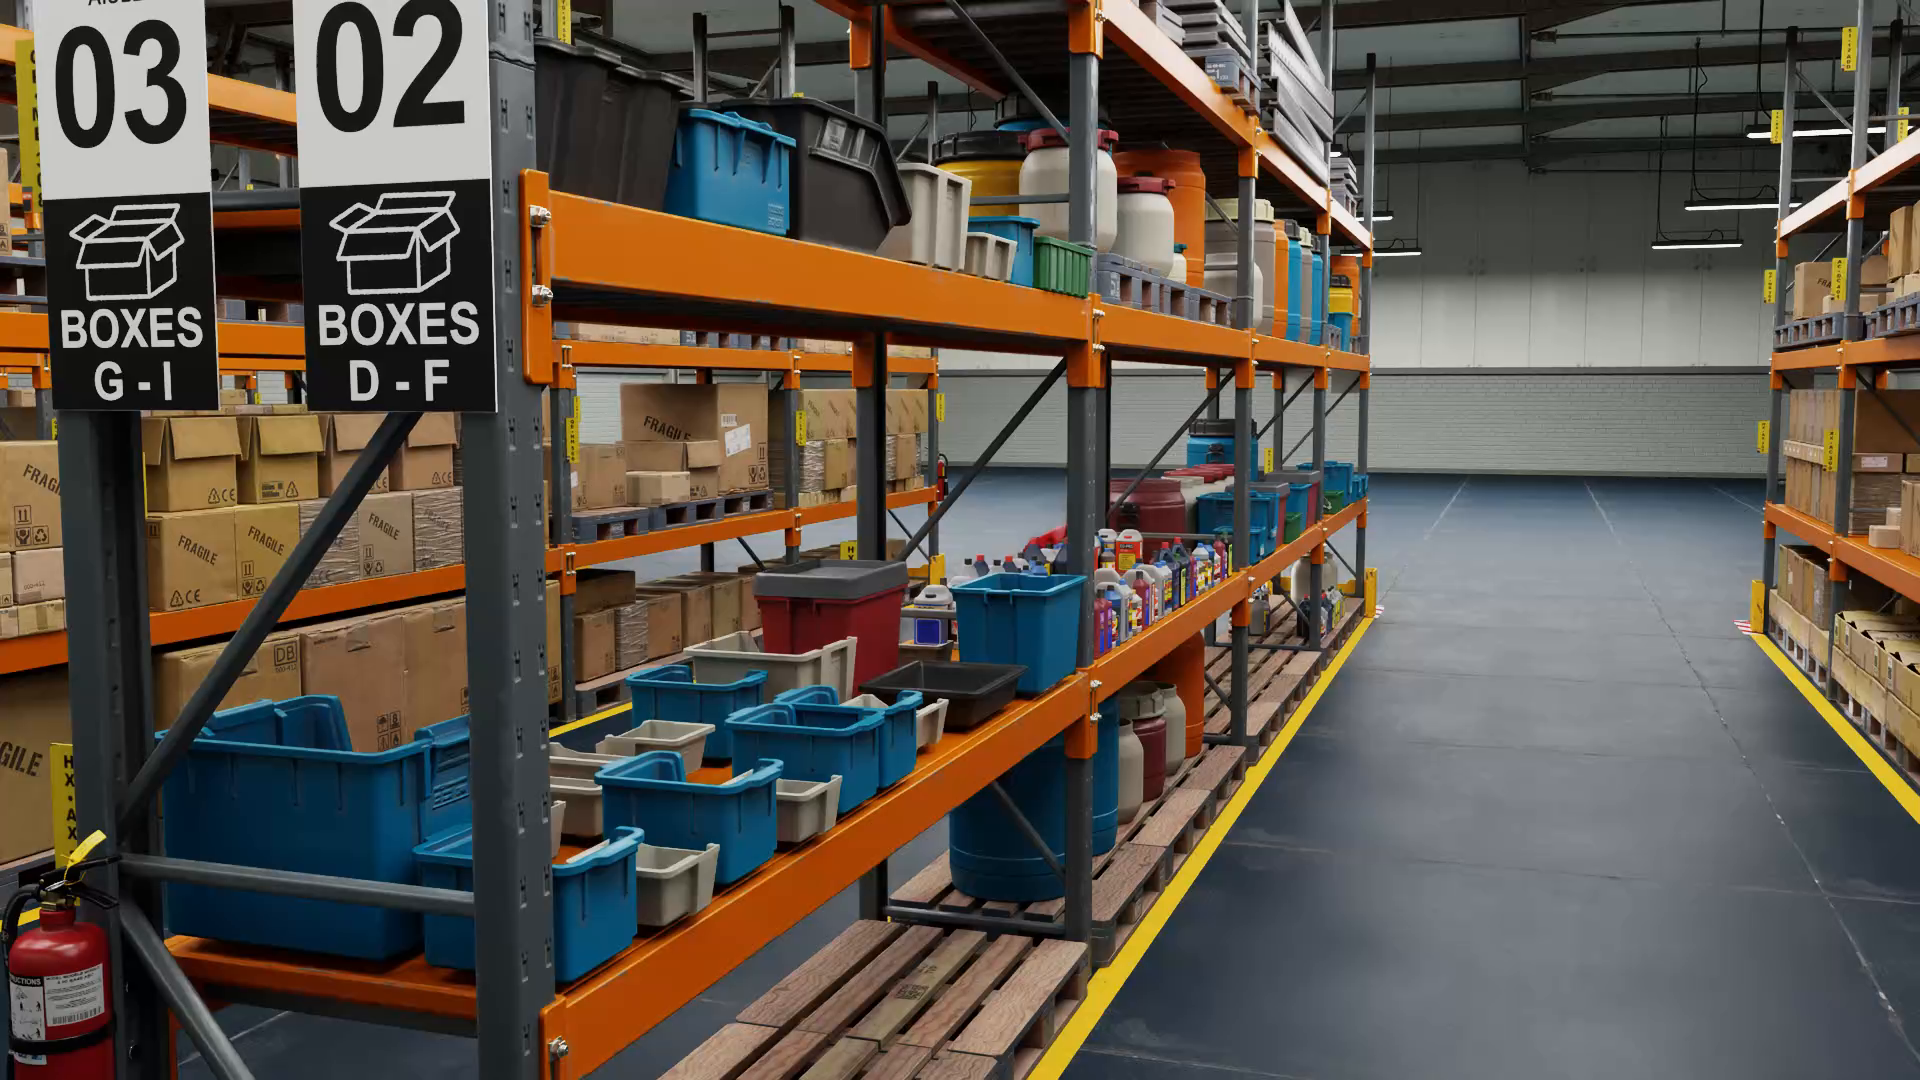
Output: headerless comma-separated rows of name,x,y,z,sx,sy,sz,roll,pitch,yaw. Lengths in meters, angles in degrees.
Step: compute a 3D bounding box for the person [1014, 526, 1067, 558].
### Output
person,0.978,0.313,17.666,0.833,1.095,0.569,2,5,18
